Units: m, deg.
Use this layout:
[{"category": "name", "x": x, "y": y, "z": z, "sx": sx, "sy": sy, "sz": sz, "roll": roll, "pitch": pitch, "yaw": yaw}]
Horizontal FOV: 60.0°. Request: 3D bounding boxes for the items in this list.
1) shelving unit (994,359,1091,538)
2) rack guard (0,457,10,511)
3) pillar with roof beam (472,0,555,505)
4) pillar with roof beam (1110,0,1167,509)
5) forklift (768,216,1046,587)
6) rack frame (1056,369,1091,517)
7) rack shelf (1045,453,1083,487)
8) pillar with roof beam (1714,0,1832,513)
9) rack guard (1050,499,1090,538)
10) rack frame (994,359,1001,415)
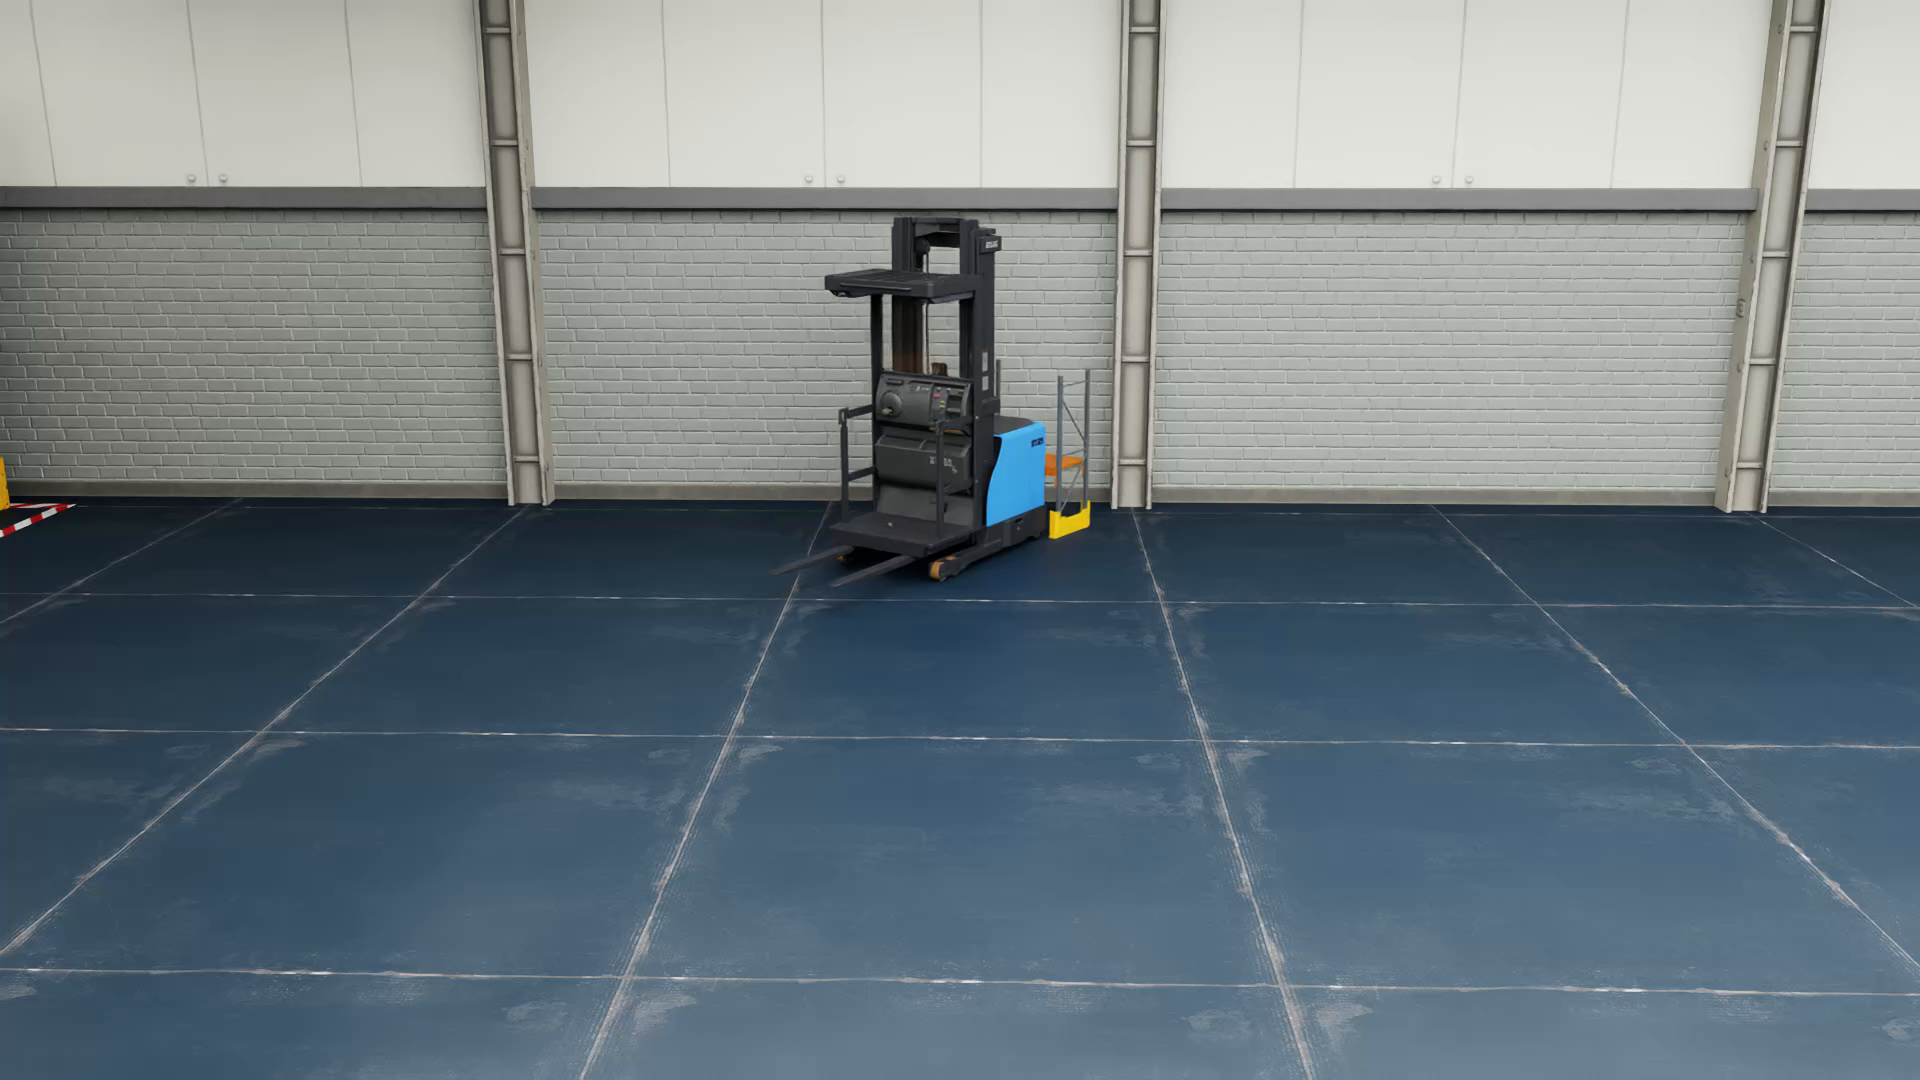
[{"category": "shelving unit", "x": 0.629, "y": -0.882, "z": 15.652, "sx": 1.083, "sy": 1.500, "sz": 0.587, "roll": 11, "pitch": 18, "yaw": 36}, {"category": "rack guard", "x": -9.602, "y": -0.432, "z": 15.909, "sx": 0.348, "sy": 0.500, "sz": 1.175, "roll": 0, "pitch": 15, "yaw": 1}, {"category": "pillar with roof beam", "x": -4.411, "y": -3.639, "z": 11.405, "sx": 0.400, "sy": 9.000, "sz": 9.100, "roll": 0, "pitch": 15, "yaw": 1}, {"category": "pillar with roof beam", "x": 1.587, "y": -3.600, "z": 11.256, "sx": 0.400, "sy": 9.000, "sz": 9.100, "roll": 0, "pitch": 15, "yaw": 1}, {"category": "forklift", "x": -0.433, "y": -1.209, "z": 14.086, "sx": 1.130, "sy": 2.935, "sz": 3.031, "roll": 9, "pitch": 17, "yaw": 32}, {"category": "rack frame", "x": 1.043, "y": -0.802, "z": 15.351, "sx": 0.032, "sy": 1.500, "sz": 0.500, "roll": 11, "pitch": 18, "yaw": 36}, {"category": "rack shelf", "x": 0.637, "y": -0.706, "z": 15.692, "sx": 1.000, "sy": 0.185, "sz": 0.538, "roll": 11, "pitch": 18, "yaw": 36}, {"category": "pillar with roof beam", "x": 7.585, "y": -3.561, "z": 11.108, "sx": 0.400, "sy": 9.000, "sz": 9.100, "roll": 0, "pitch": 15, "yaw": 1}, {"category": "rack guard", "x": 1.027, "y": -0.201, "z": 15.522, "sx": 0.087, "sy": 0.250, "sz": 0.587, "roll": 11, "pitch": 18, "yaw": 36}, {"category": "rack frame", "x": 0.230, "y": -0.958, "z": 15.942, "sx": 0.032, "sy": 1.500, "sz": 0.500, "roll": 11, "pitch": 18, "yaw": 36}]
